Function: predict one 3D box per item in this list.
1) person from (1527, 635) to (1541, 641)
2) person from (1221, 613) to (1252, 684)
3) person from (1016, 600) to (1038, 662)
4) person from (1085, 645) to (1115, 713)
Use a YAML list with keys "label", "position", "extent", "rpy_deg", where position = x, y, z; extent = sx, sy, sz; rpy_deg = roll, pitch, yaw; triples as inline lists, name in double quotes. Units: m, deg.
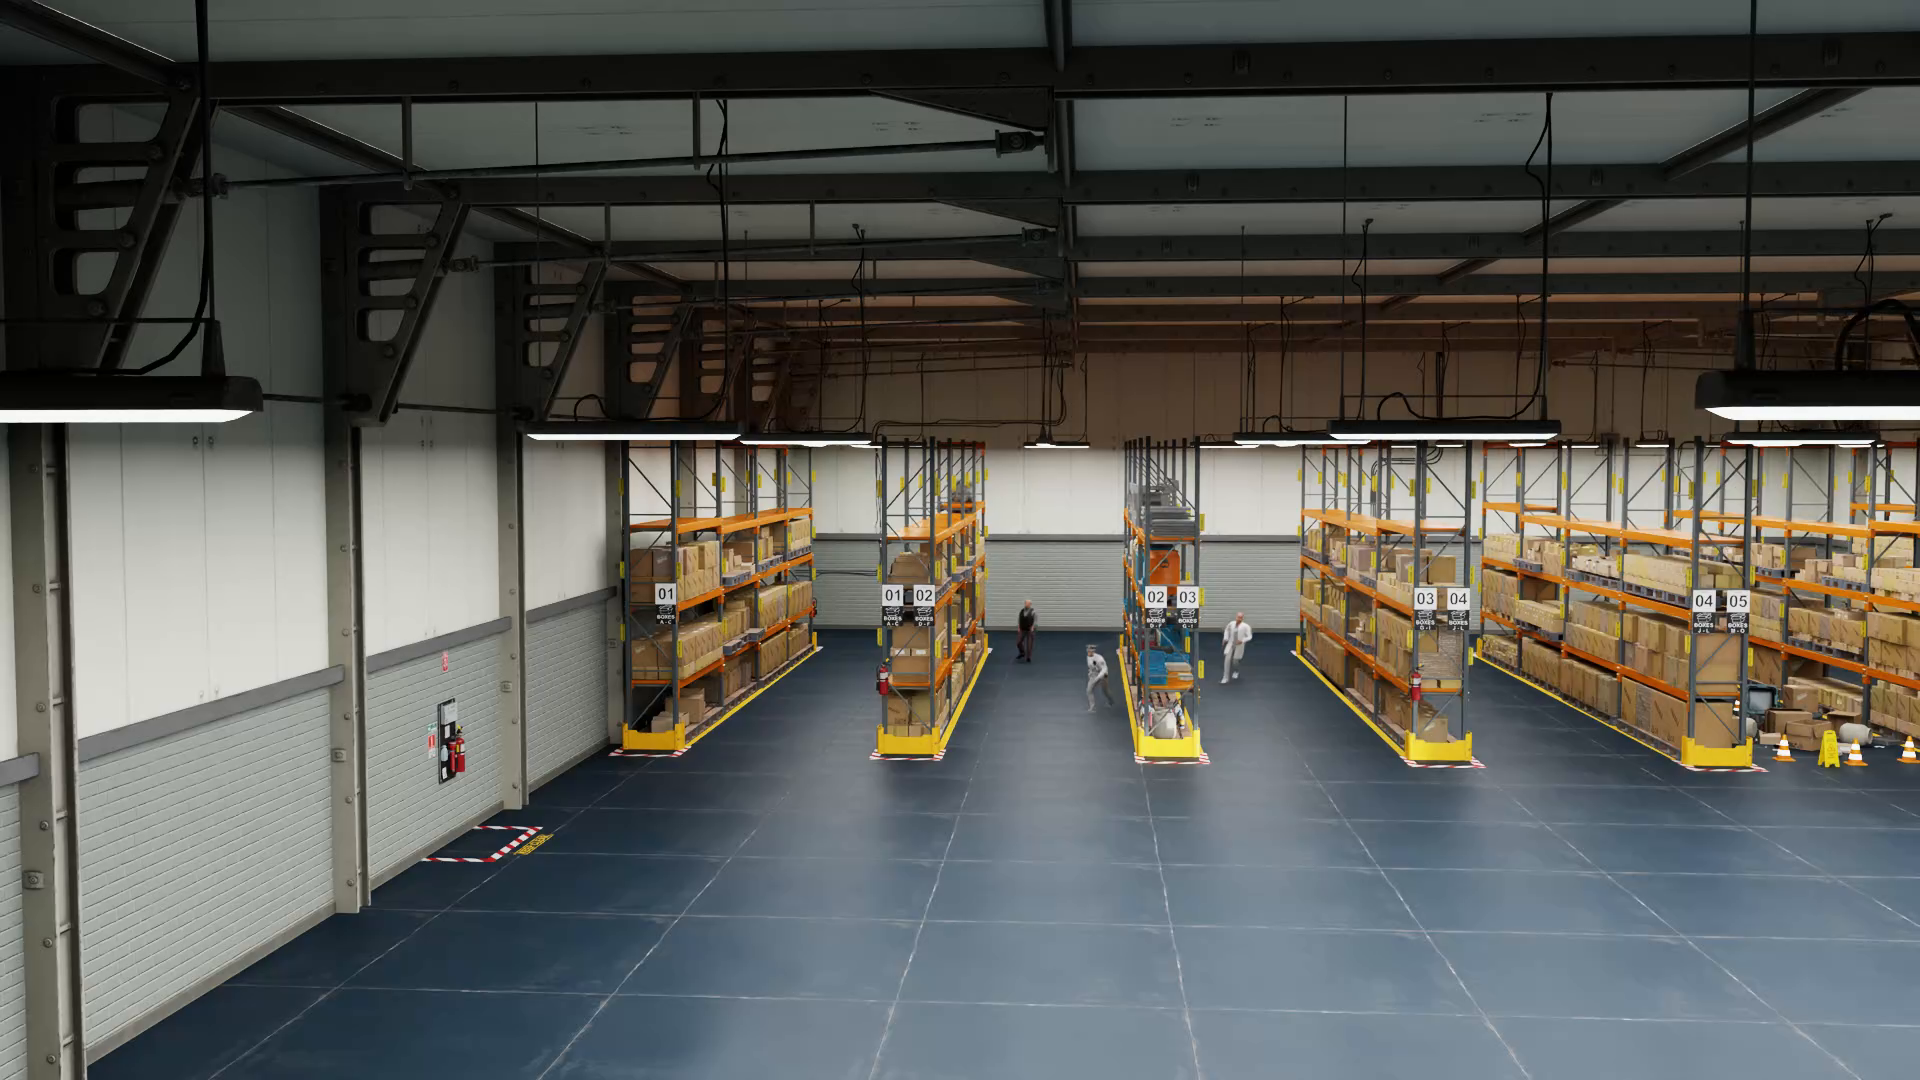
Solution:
- label: "person"
  position: [16.152, 2.404, 46.822]
  extent: [0.772, 1.622, 0.771]
  rpy_deg: [-2, 4, -34]
- label: "person"
  position: [6.839, 2.651, 41.024]
  extent: [0.743, 1.734, 0.985]
  rpy_deg: [1, 3, 24]
- label: "person"
  position: [1.780, 2.468, 45.076]
  extent: [0.698, 1.711, 0.652]
  rpy_deg: [1, 3, 20]
- label: "person"
  position: [3.083, 3.005, 36.365]
  extent: [0.592, 1.503, 1.037]
  rpy_deg: [3, 4, 43]
